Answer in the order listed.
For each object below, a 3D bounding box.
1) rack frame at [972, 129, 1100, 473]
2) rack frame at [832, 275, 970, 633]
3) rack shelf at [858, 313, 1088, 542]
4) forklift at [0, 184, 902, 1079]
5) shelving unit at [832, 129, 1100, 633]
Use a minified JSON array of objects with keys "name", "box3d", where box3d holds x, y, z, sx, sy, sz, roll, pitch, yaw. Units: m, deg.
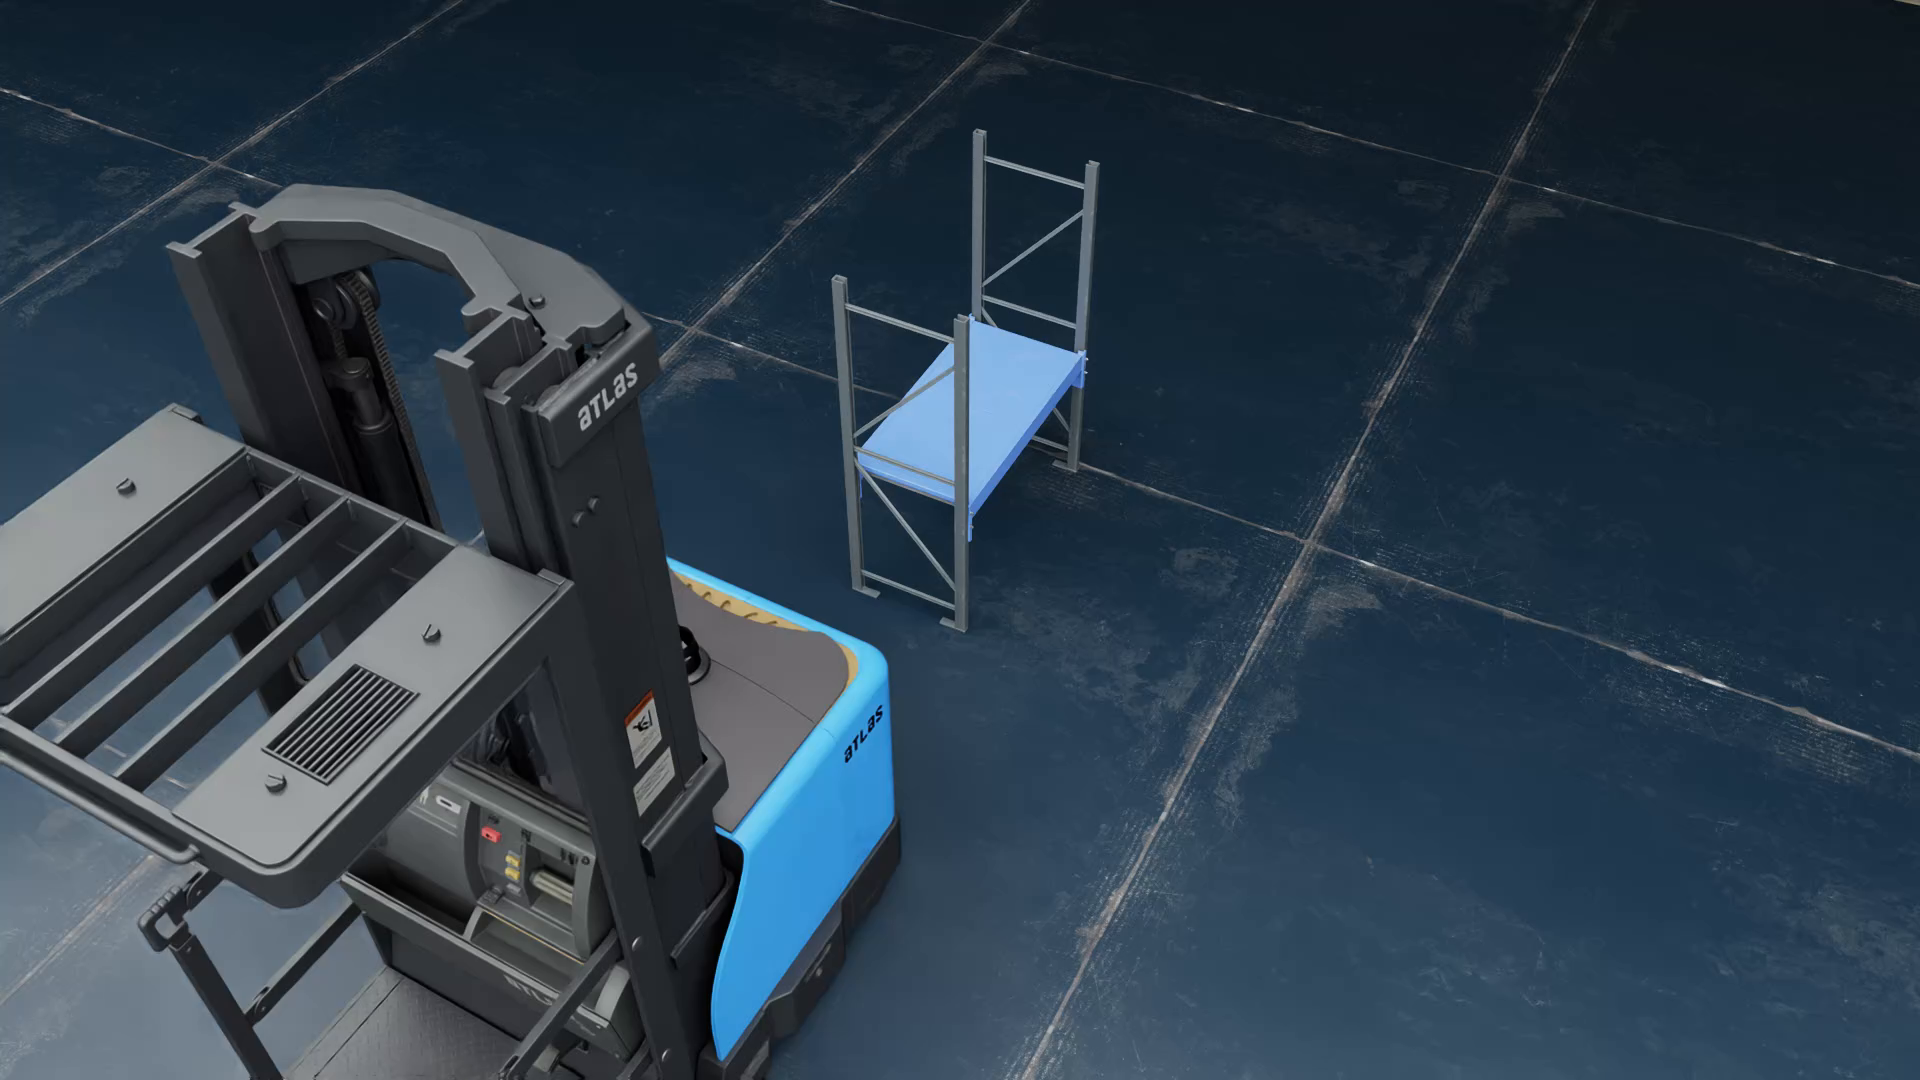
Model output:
[{"name":"rack frame","box3d":[0.276,-0.901,6.586,0.500,1.500,0.032,20,49,19]},{"name":"rack frame","box3d":[-0.196,-0.261,5.953,0.500,1.500,0.032,20,49,19]},{"name":"rack shelf","box3d":[0.040,-0.455,6.398,0.538,0.185,1.000,20,49,19]},{"name":"forklift","box3d":[-1.356,0.804,3.895,1.130,2.935,3.031,22,49,20]},{"name":"shelving unit","box3d":[0.040,-0.581,6.270,0.538,1.500,1.048,20,49,19]}]
